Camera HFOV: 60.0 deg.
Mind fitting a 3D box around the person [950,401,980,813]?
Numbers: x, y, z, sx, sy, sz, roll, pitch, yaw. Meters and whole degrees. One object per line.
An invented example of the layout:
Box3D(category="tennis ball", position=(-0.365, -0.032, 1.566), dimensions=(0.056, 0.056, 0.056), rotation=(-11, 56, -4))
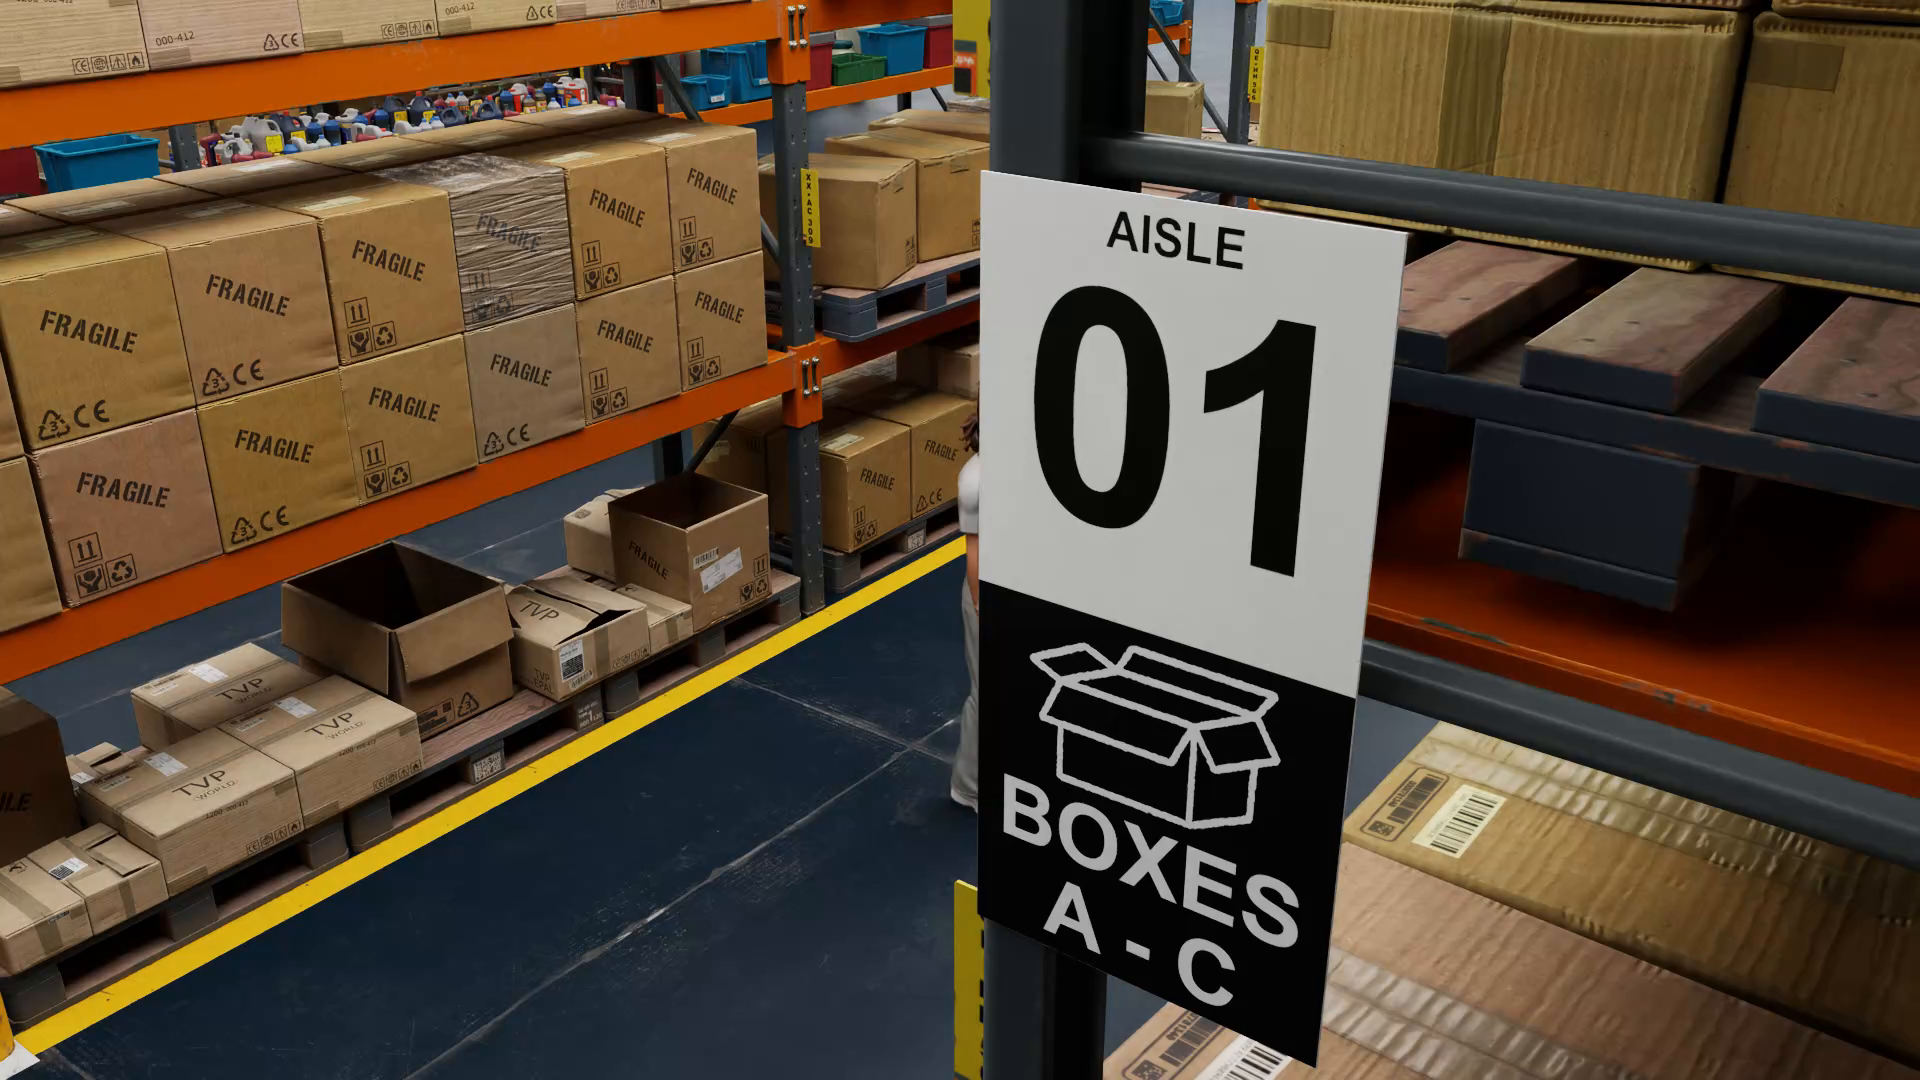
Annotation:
Box3D(category="person", position=(0.163, 0.220, 6.119), dimensions=(0.363, 1.681, 0.438), rotation=(17, 29, 34))
